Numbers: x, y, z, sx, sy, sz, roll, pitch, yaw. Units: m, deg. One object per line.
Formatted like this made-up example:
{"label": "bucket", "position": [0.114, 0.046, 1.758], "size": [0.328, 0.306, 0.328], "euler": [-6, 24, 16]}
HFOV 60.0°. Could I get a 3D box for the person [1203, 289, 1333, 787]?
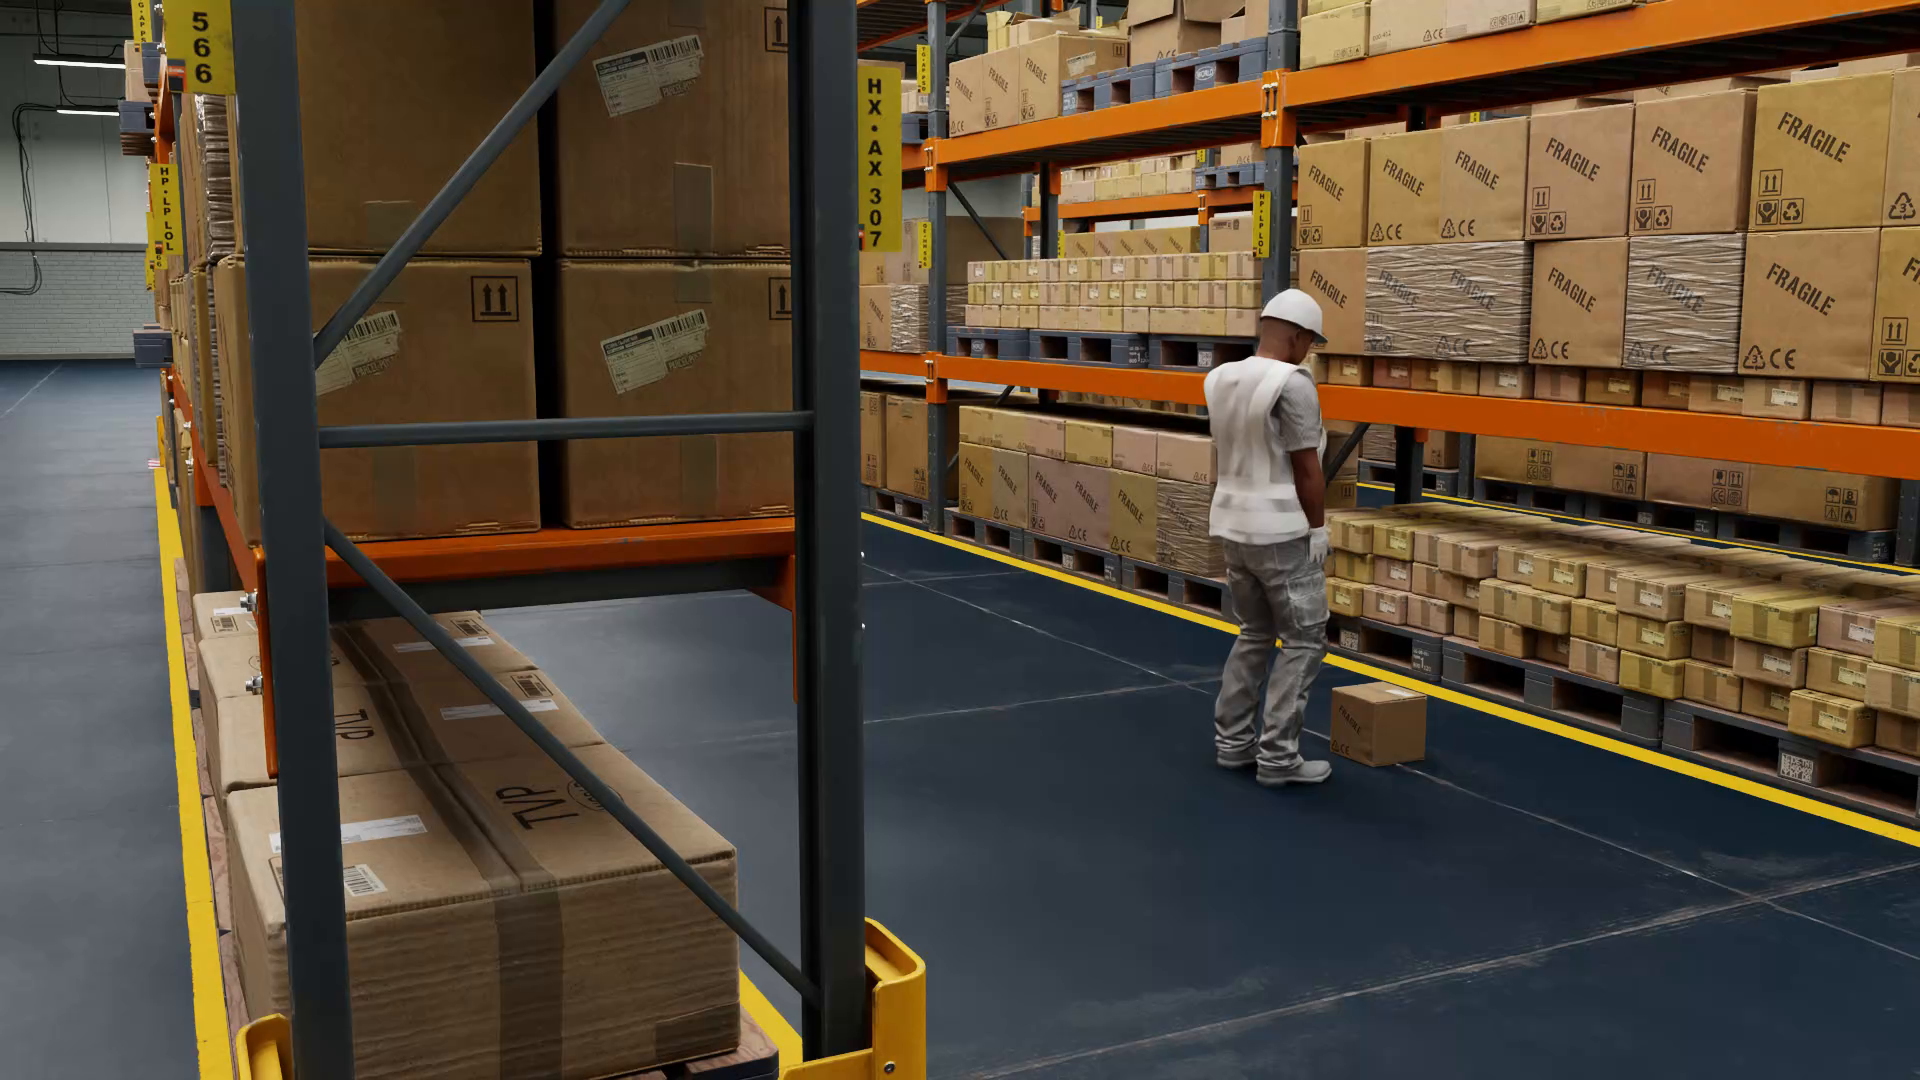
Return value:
{"label": "person", "position": [1.120, -0.018, 5.996], "size": [0.414, 1.754, 0.563], "euler": [-4, 9, -25]}
